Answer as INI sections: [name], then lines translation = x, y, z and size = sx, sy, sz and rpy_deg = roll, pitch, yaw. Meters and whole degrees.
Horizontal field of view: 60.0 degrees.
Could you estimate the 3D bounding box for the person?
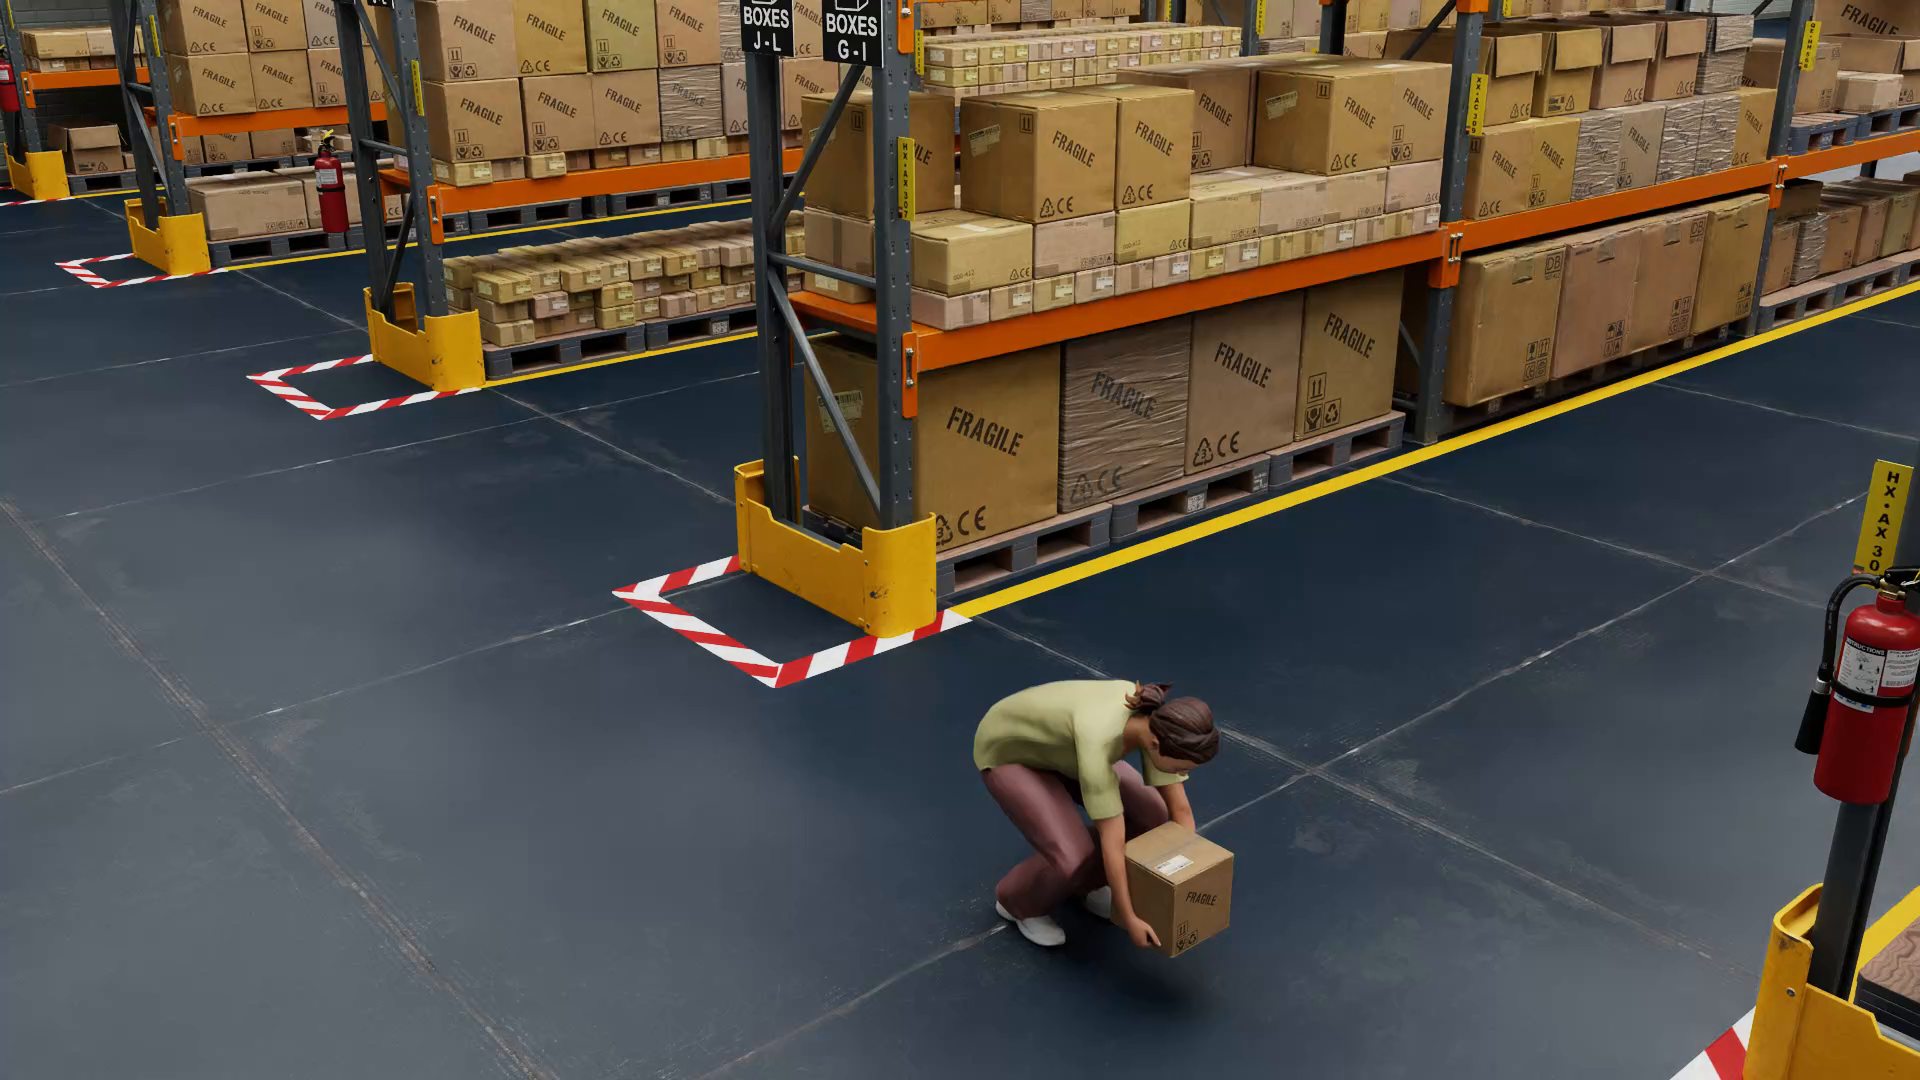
[person]
translation = 0.408, 0.801, 5.047
size = 0.466, 0.930, 0.832
rpy_deg = -18, 28, -39
